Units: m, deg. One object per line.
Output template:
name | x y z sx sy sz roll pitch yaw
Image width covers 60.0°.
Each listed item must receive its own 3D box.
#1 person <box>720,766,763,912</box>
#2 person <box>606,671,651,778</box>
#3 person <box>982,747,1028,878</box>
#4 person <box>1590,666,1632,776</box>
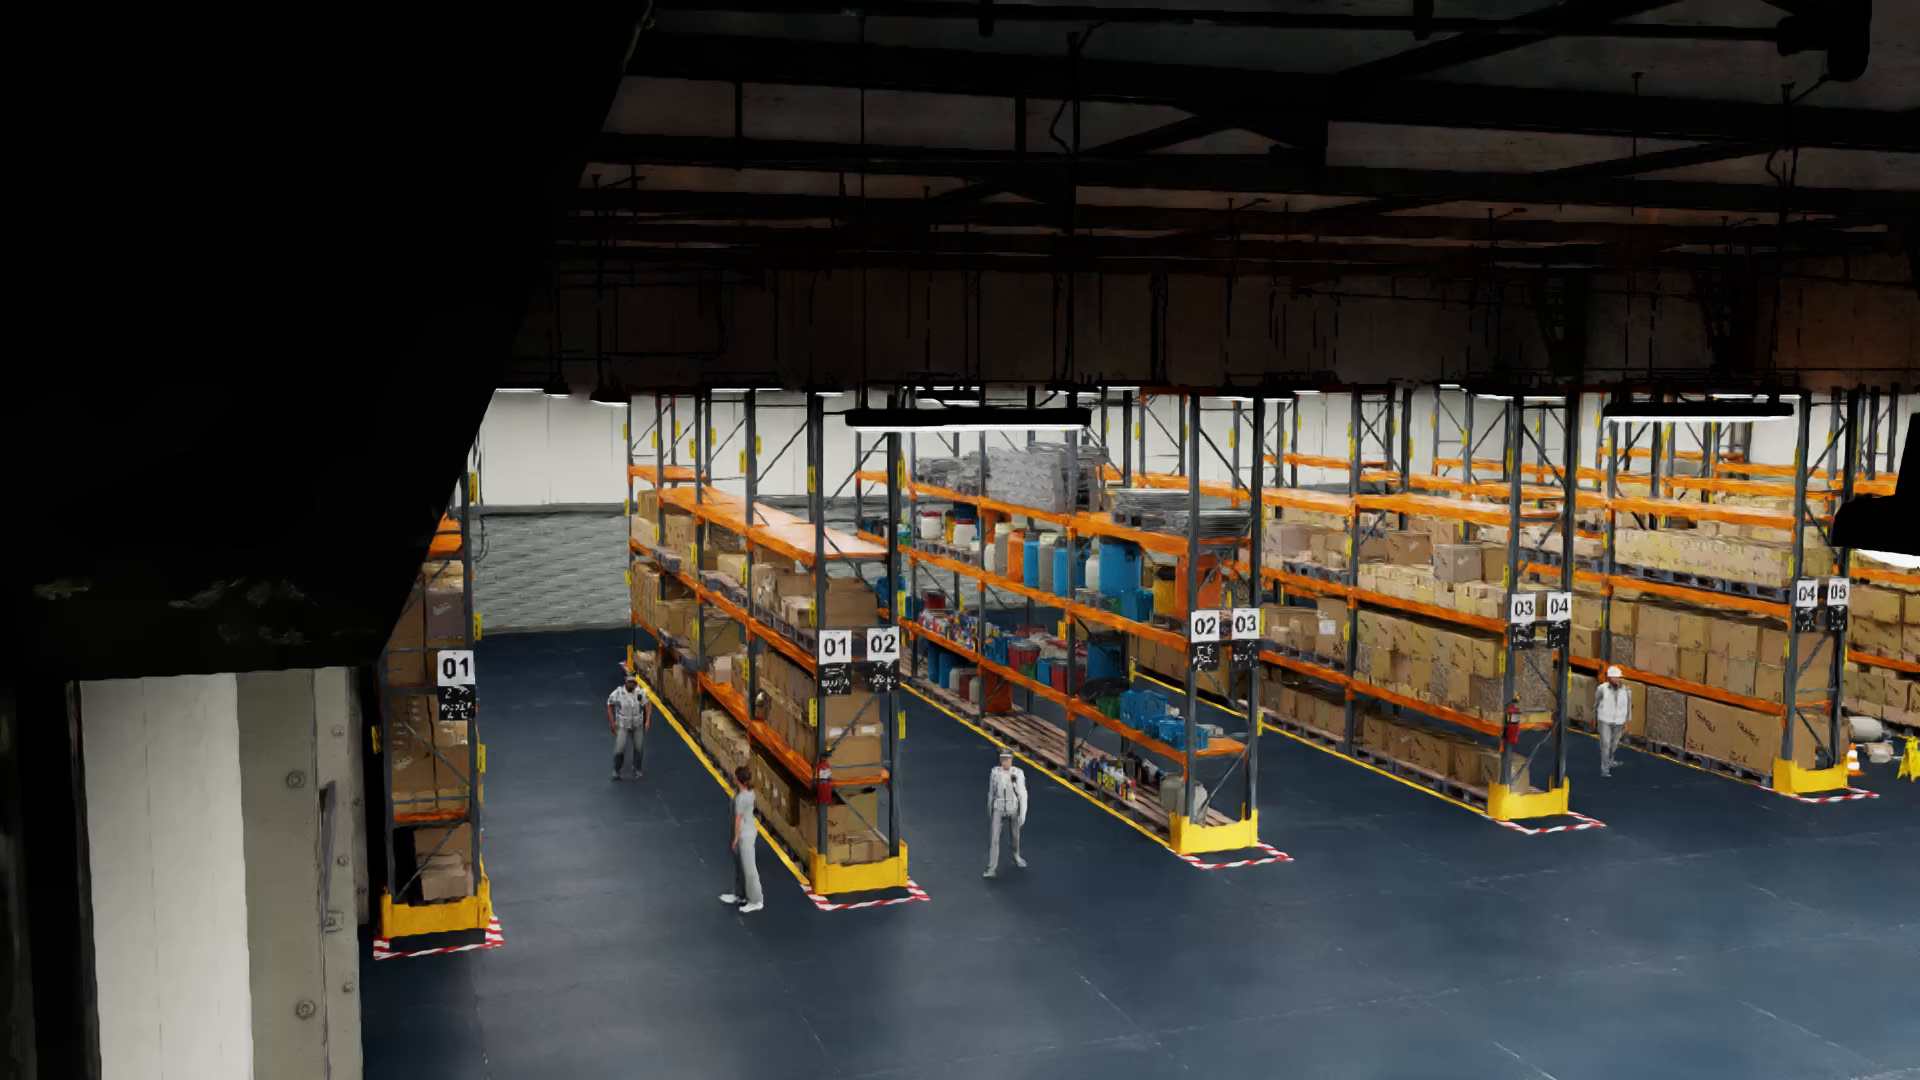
person | -2.570 3.472 19.508 0.565 1.667 0.546 1 6 6
person | -5.111 2.836 25.687 0.682 1.711 0.536 -2 6 -21
person | 0.584 3.372 20.785 0.523 1.625 0.912 1 6 9
person | 10.197 2.798 26.021 0.574 1.724 0.960 0 6 2
